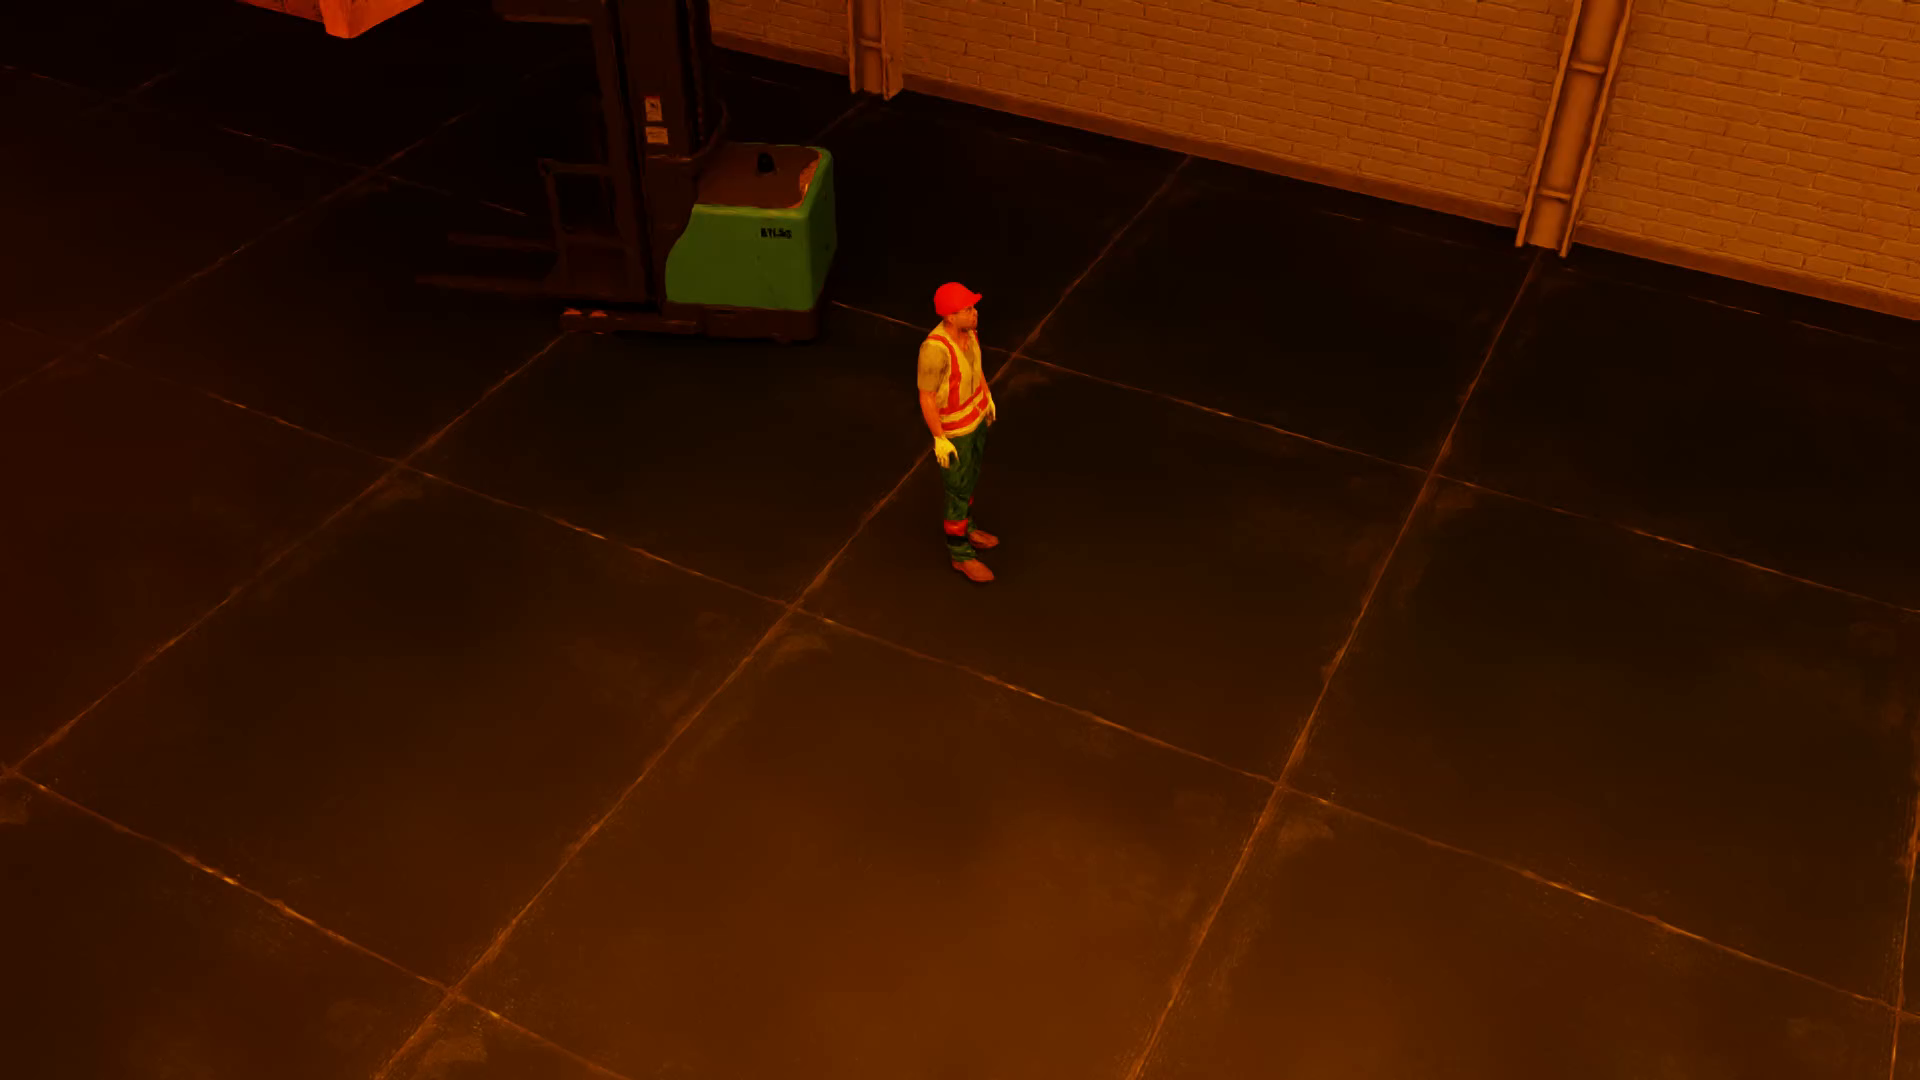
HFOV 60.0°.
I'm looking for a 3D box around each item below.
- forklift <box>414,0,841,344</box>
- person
[{"bbox_3d":[-2.459,-2.943,11.481,3.031,2.935,1.130,5,40,6],"label":"forklift"},{"bbox_3d":[0.066,-0.657,9.647,0.563,1.783,0.637,18,43,21],"label":"person"}]
